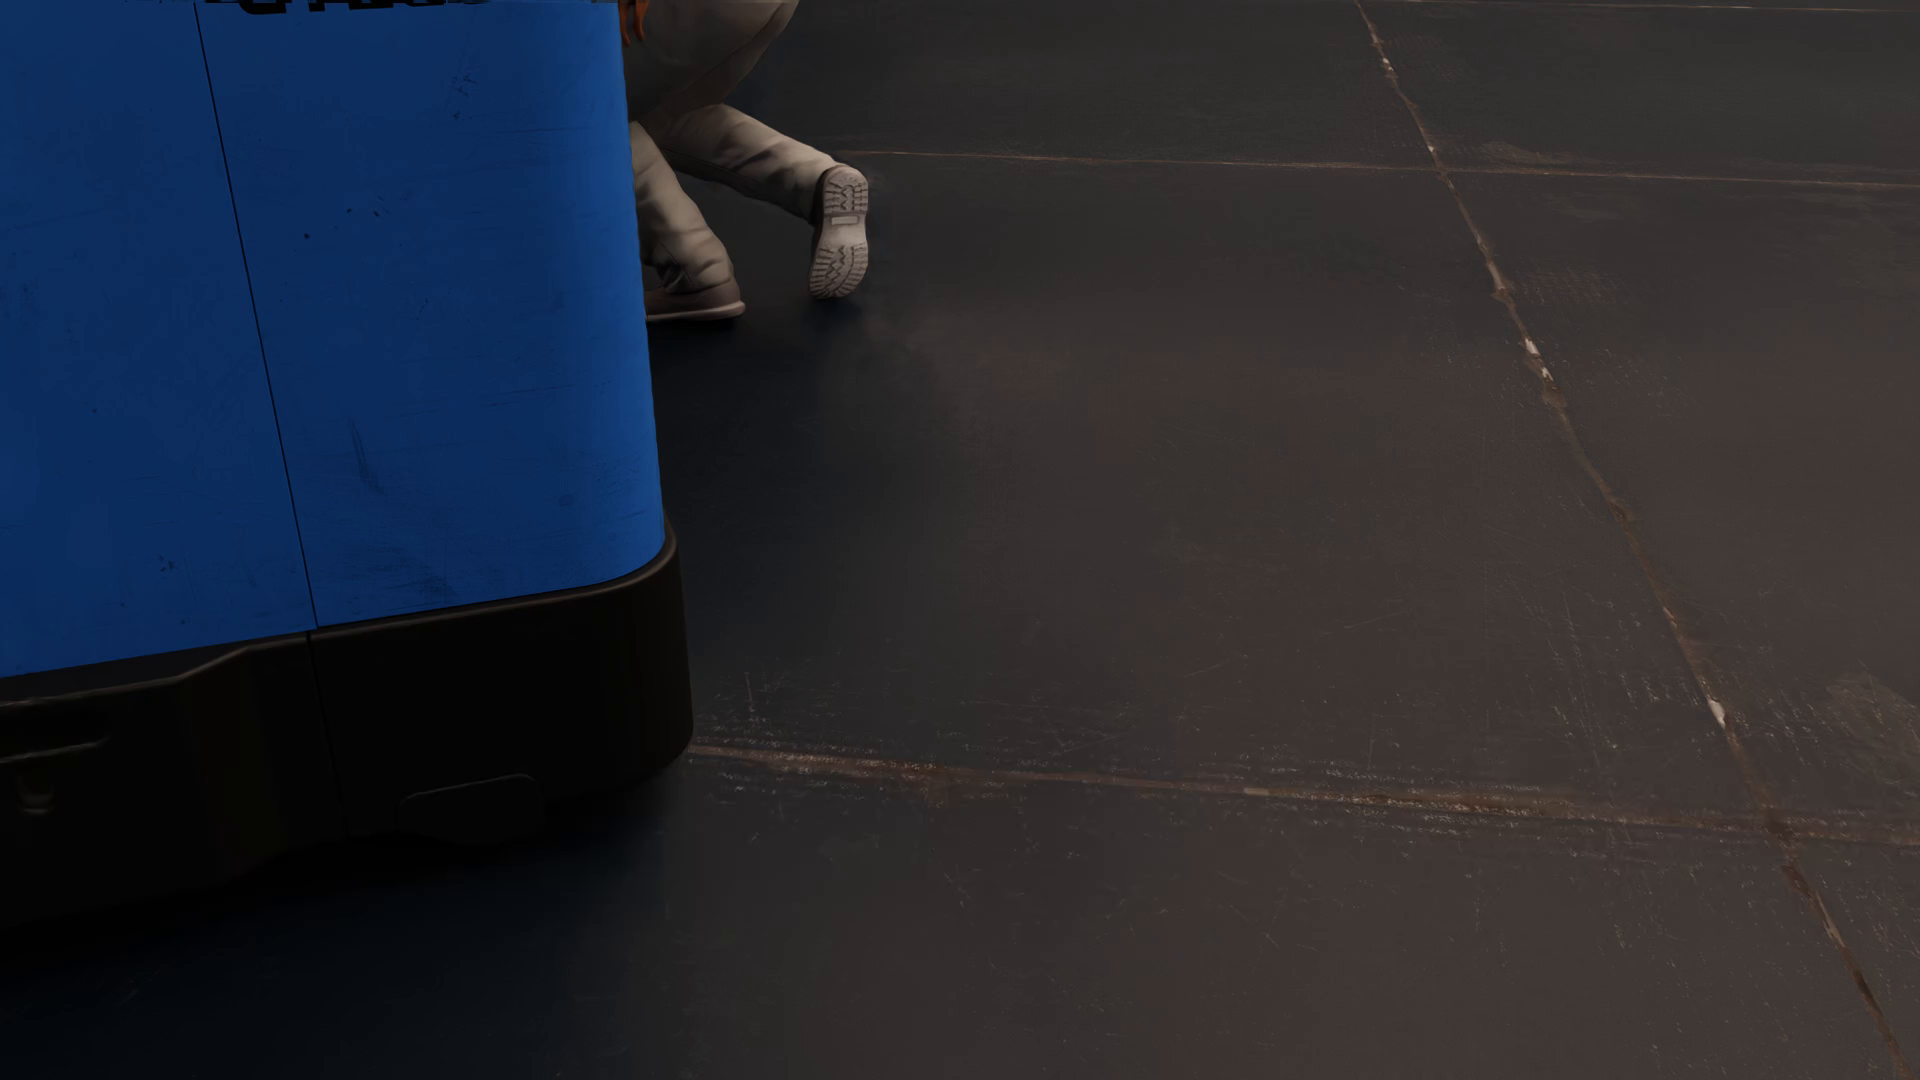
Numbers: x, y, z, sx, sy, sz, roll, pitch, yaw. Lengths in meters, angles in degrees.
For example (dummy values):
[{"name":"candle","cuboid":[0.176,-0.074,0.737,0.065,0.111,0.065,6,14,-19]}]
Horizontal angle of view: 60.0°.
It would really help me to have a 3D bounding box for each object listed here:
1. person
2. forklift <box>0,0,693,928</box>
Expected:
[{"name":"person","cuboid":[-0.503,-1.134,3.178,0.621,1.459,0.757,3,27,5]},{"name":"forklift","cuboid":[-1.878,-0.989,1.200,3.031,2.935,1.130,-9,28,-17]}]
